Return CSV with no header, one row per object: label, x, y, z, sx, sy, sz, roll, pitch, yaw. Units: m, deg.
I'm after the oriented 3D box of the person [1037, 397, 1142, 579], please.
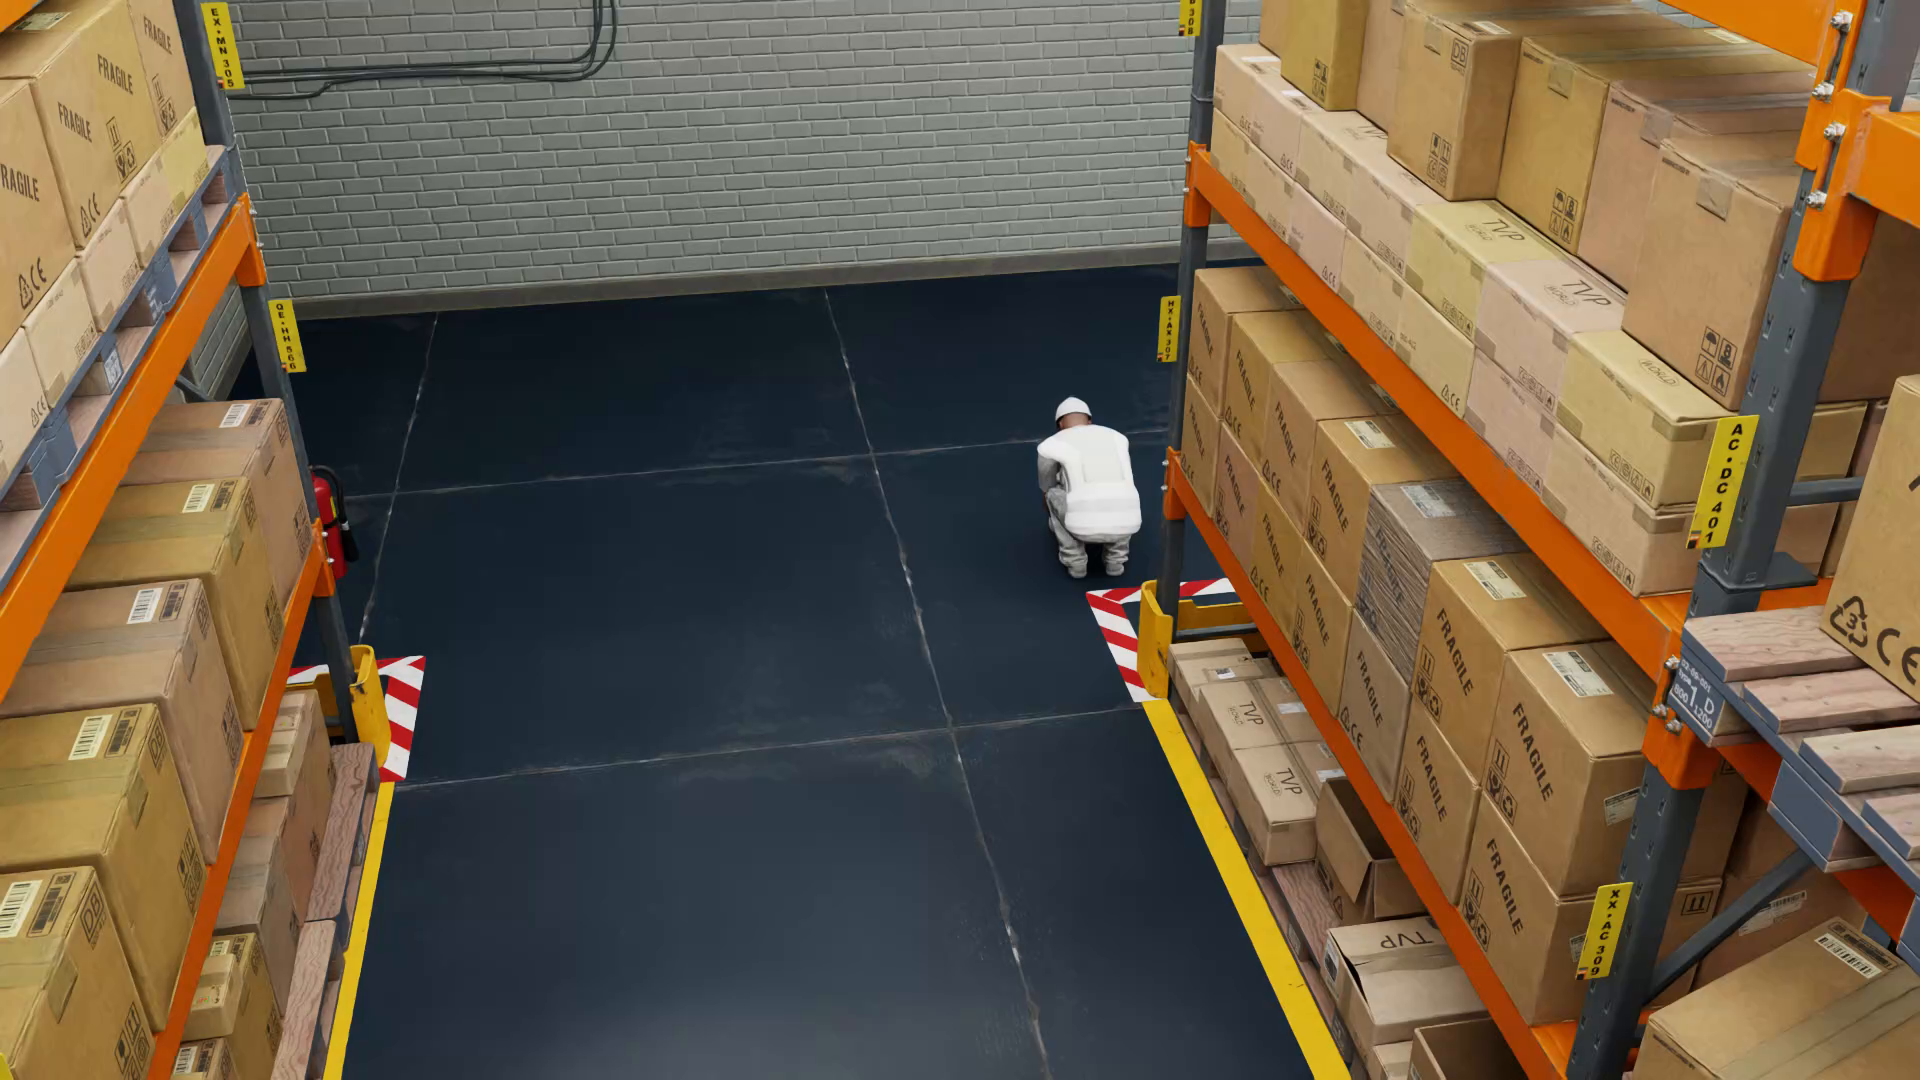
person,0.727,-0.252,9.507,0.573,0.897,0.906,-3,31,-5
